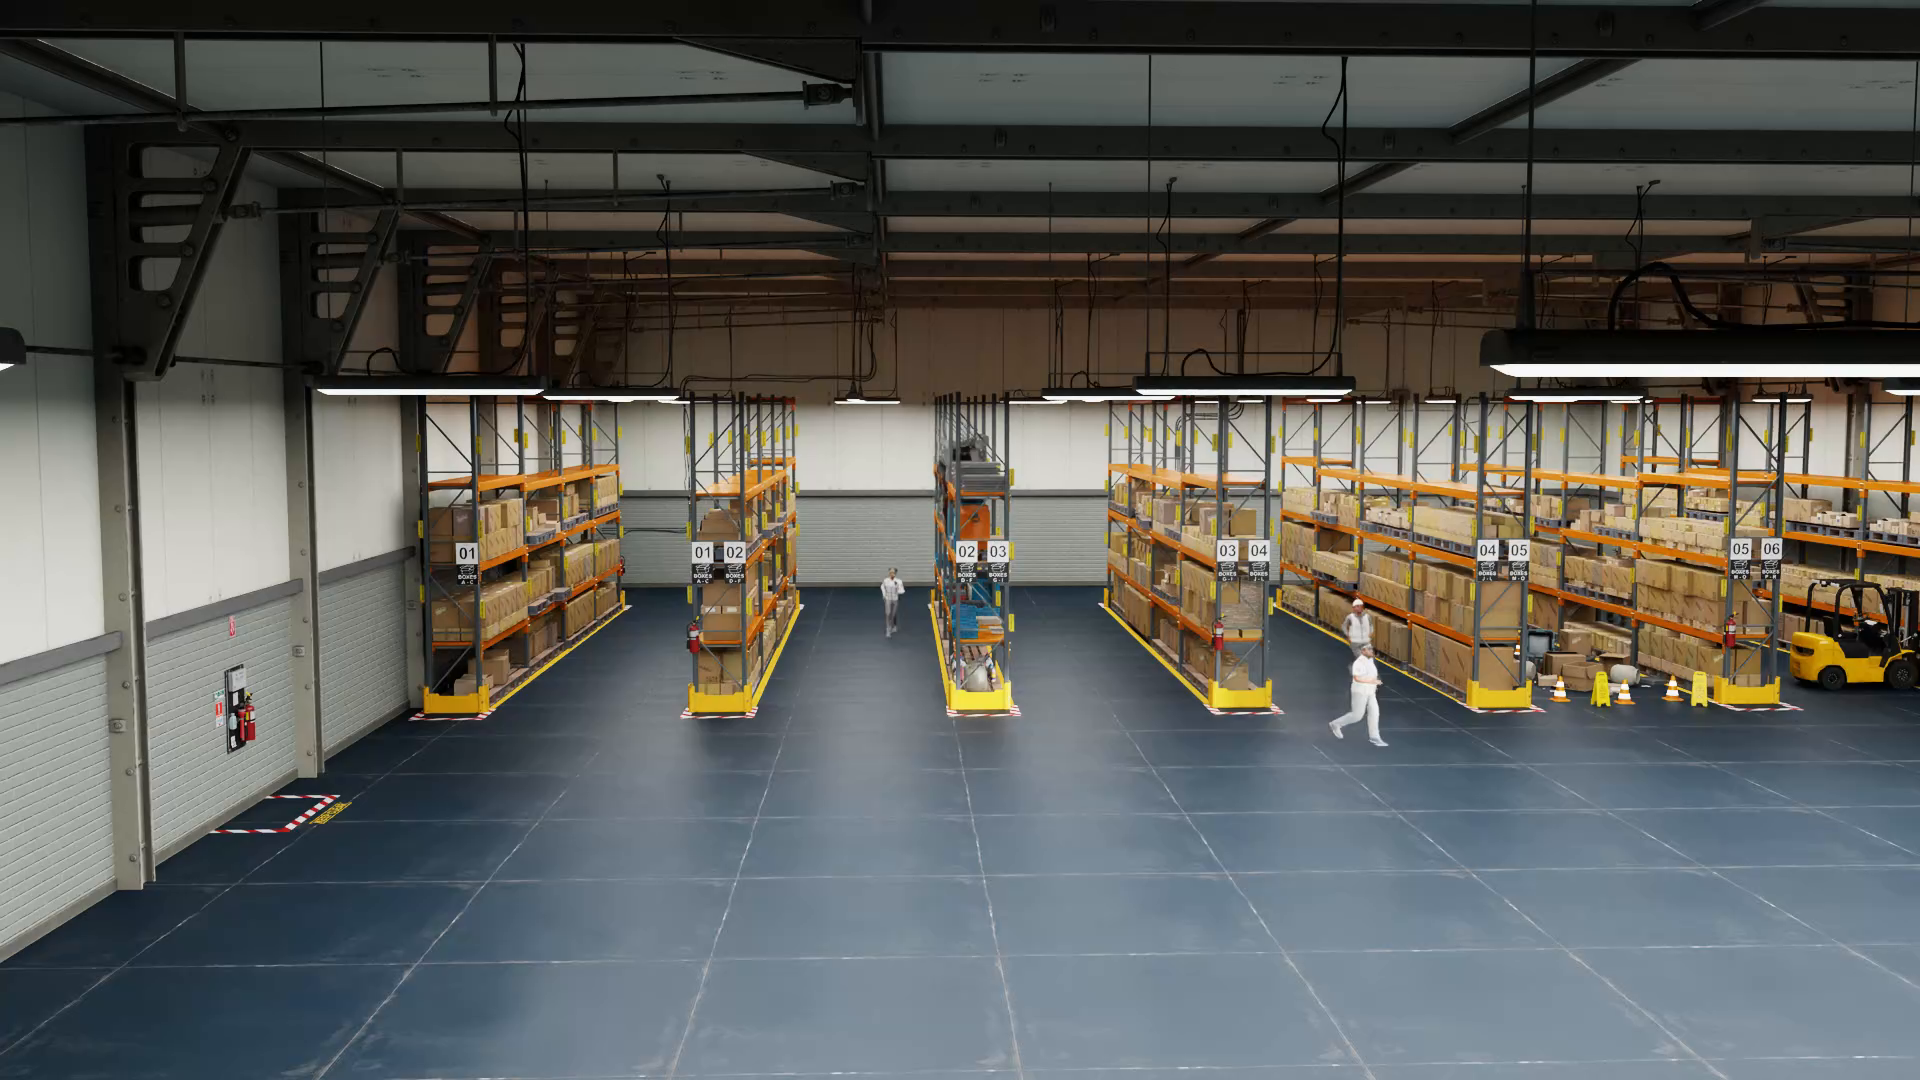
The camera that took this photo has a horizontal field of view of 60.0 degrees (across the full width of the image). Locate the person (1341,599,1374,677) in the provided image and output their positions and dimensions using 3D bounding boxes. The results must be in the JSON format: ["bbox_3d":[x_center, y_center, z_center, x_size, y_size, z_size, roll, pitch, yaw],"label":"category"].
[{"bbox_3d":[8.229,2.105,34.338,0.656,1.772,0.800,-1,5,-10],"label":"person"}]

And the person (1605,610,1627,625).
[{"bbox_3d":[17.127,1.351,43.368,0.708,1.820,0.840,-1,5,-13],"label":"person"}]

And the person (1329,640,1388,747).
[{"bbox_3d":[6.804,2.582,28.224,0.966,1.799,0.672,3,6,37],"label":"person"}]

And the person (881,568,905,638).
[{"bbox_3d":[-1.683,1.535,41.566,0.609,1.717,0.902,0,5,4],"label":"person"}]
